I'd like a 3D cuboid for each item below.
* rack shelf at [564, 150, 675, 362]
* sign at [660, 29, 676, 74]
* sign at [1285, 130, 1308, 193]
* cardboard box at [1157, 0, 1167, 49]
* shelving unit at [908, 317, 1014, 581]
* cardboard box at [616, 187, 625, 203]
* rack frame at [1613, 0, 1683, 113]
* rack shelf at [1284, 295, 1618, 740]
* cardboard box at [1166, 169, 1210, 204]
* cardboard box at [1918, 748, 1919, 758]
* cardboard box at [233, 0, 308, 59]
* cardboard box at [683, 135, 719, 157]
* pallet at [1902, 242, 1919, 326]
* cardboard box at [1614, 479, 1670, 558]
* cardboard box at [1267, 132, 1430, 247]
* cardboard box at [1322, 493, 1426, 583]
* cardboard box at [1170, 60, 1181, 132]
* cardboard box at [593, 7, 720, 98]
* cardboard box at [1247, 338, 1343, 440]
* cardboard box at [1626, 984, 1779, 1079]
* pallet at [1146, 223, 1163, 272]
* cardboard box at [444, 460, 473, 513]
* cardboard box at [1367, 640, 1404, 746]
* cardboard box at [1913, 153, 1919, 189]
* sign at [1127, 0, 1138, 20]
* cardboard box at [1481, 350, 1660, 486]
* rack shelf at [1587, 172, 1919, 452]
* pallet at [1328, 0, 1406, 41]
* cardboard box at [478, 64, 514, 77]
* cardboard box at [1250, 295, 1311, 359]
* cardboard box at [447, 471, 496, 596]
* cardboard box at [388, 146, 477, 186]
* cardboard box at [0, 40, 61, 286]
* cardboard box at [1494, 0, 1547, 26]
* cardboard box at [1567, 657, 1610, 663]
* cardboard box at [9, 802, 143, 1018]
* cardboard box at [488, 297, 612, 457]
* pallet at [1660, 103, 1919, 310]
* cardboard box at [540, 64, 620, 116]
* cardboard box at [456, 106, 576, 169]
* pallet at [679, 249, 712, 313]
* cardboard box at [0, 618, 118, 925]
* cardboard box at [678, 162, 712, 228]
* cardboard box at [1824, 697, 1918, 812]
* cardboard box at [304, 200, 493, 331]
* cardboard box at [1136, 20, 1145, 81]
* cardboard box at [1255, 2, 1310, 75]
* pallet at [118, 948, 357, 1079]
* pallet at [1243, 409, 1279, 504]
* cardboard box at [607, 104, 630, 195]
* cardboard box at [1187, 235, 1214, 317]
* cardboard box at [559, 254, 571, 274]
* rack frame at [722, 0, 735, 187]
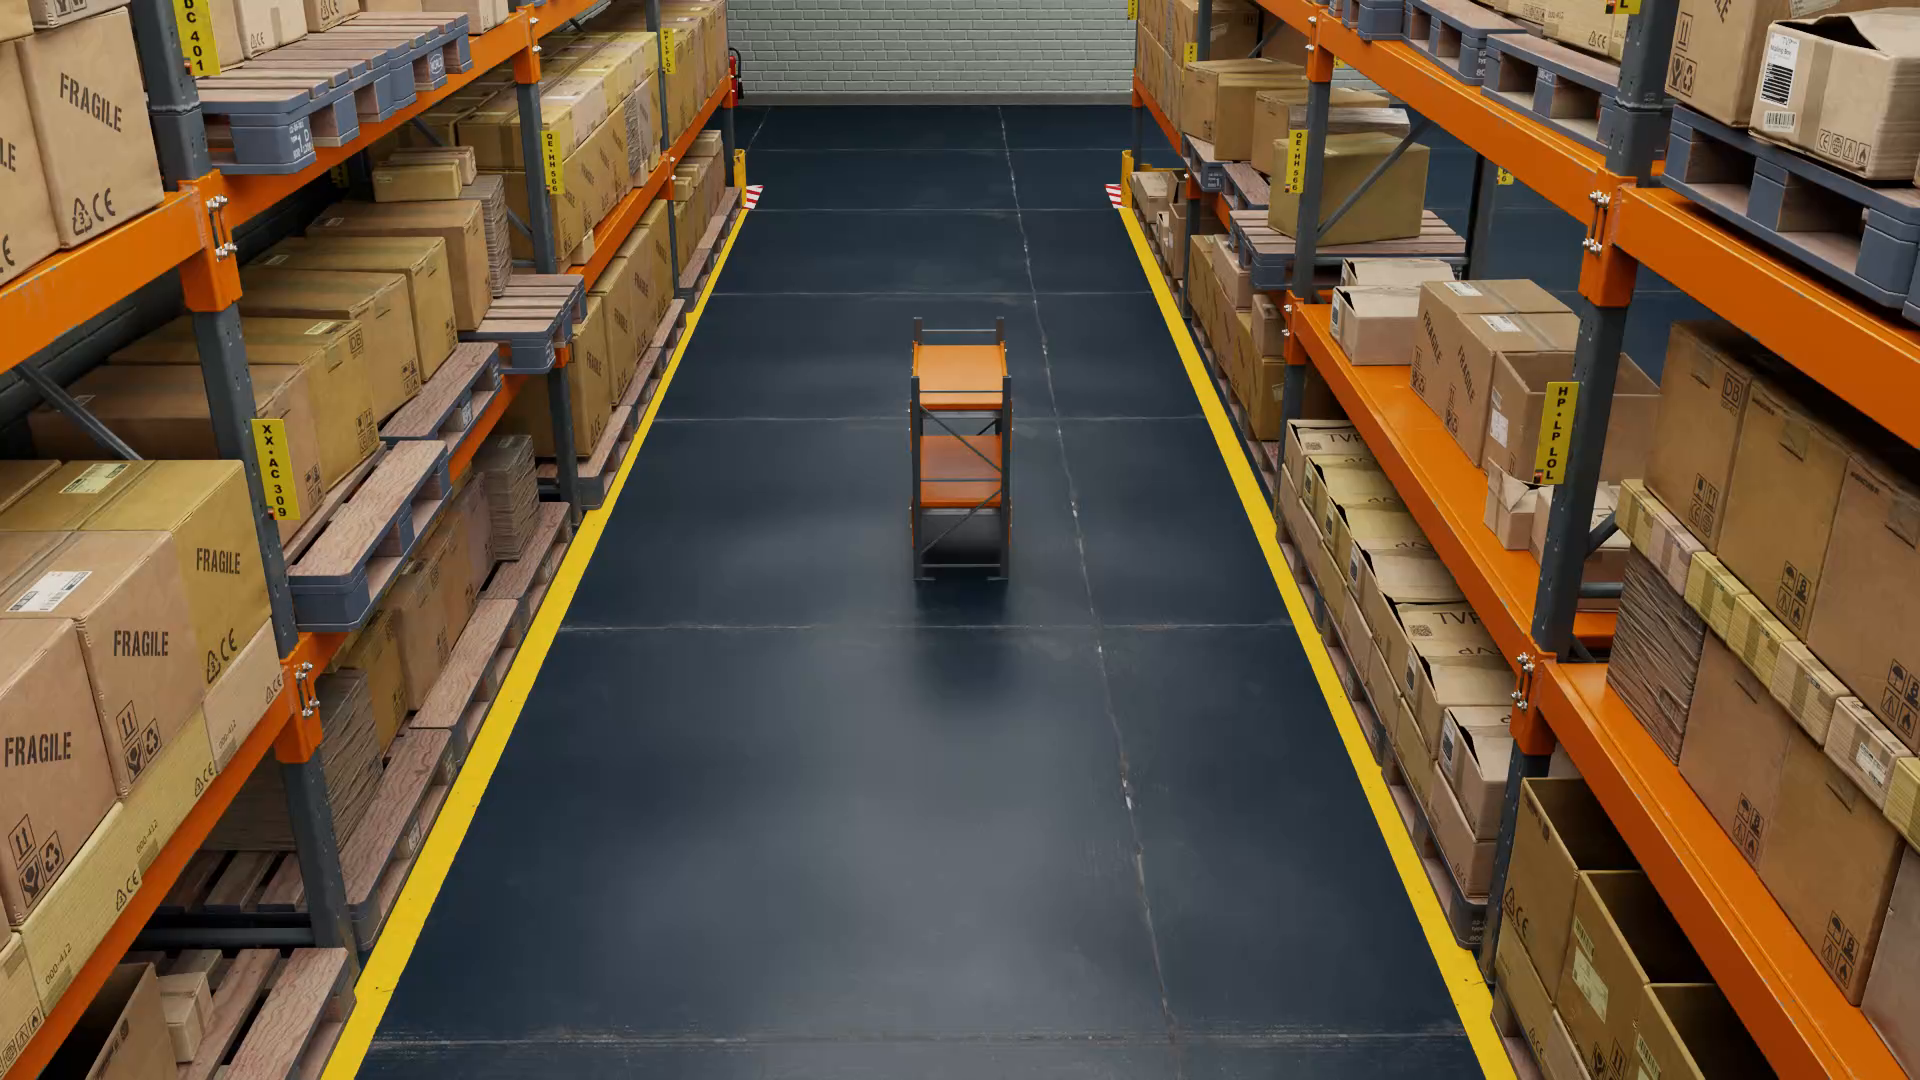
[{"bbox_3d":[-2.679,-1.956,10.807,1.077,0.370,4.000,0,24,-1],"label":"rack shelf"},{"bbox_3d":[-2.158,-3.606,12.273,0.100,0.325,0.005,0,24,-1],"label":"sign"},{"bbox_3d":[1.754,-1.968,8.653,0.100,0.325,0.005,0,24,-1],"label":"sign"},{"bbox_3d":[1.970,-4.466,14.150,0.500,0.500,0.500,0,24,-1],"label":"cardboard box"},{"bbox_3d":[0.000,-0.515,9.024,0.538,1.125,1.048,0,24,-1],"label":"shelving unit"},{"bbox_3d":[-2.444,-2.341,11.066,0.380,0.149,0.250,-1,24,-2],"label":"cardboard box"},{"bbox_3d":[2.340,-2.568,4.009,1.000,3.000,0.127,0,24,-1],"label":"rack frame"},{"bbox_3d":[2.318,-0.331,7.216,1.077,0.370,4.000,0,24,-1],"label":"rack shelf"},{"bbox_3d":[2.227,-2.969,14.669,0.797,0.503,0.637,0,24,-1],"label":"cardboard box"},{"bbox_3d":[2.367,0.332,3.181,0.700,0.500,0.500,0,24,-1],"label":"cardboard box"},{"bbox_3d":[-2.546,-1.808,5.566,0.500,0.311,0.500,1,24,1],"label":"cardboard box"},{"bbox_3d":[-2.450,-3.658,15.436,0.380,0.149,0.250,0,24,1],"label":"cardboard box"},{"bbox_3d":[2.385,-0.309,2.760,1.003,0.211,1.213,0,24,-1],"label":"pallet"},{"bbox_3d":[2.149,-0.064,4.844,0.380,0.149,0.250,0,24,-1],"label":"cardboard box"},{"bbox_3d":[2.177,-1.979,9.355,0.700,0.500,0.500,-9,26,-18],"label":"cardboard box"},{"bbox_3d":[2.026,-0.034,7.831,0.500,0.311,0.500,-1,24,-2],"label":"cardboard box"},{"bbox_3d":[1.983,-3.594,13.436,0.500,0.500,0.500,0,24,1],"label":"cardboard box"},{"bbox_3d":[-2.710,-4.383,14.936,0.980,0.700,0.700,0,24,-1],"label":"cardboard box"},{"bbox_3d":[2.051,-0.929,10.164,0.500,0.500,0.500,1,24,2],"label":"cardboard box"},{"bbox_3d":[2.043,1.489,4.234,0.500,0.500,0.500,0,24,-1],"label":"cardboard box"},{"bbox_3d":[2.230,-2.648,14.849,1.003,0.211,1.213,0,24,-1],"label":"pallet"},{"bbox_3d":[-2.654,-0.331,7.931,0.500,0.250,0.500,0,24,0],"label":"cardboard box"},{"bbox_3d":[2.036,0.638,7.027,0.500,0.250,0.500,0,24,1],"label":"cardboard box"},{"bbox_3d":[2.232,-0.825,2.989,0.797,0.503,0.637,2,24,5],"label":"cardboard box"},{"bbox_3d":[1.666,-5.172,15.994,0.100,0.325,0.005,0,24,-1],"label":"sign"},{"bbox_3d":[2.342,-0.414,6.404,0.500,0.500,0.500,1,24,3],"label":"cardboard box"},{"bbox_3d":[2.362,-0.050,2.953,1.077,0.370,4.000,0,24,-1],"label":"rack shelf"},{"bbox_3d":[2.393,-2.485,7.693,1.213,0.211,1.003,1,24,2],"label":"pallet"},{"bbox_3d":[-2.932,-2.812,10.410,0.500,0.250,0.500,-1,24,-2],"label":"cardboard box"},{"bbox_3d":[2.046,-1.294,10.060,0.500,0.250,0.500,1,24,1],"label":"cardboard box"},{"bbox_3d":[-2.708,-0.012,8.135,0.700,0.500,0.500,0,24,-1],"label":"cardboard box"},{"bbox_3d":[-2.623,-1.859,8.278,0.380,0.149,0.250,-3,25,-7],"label":"cardboard box"},{"bbox_3d":[-2.368,-0.817,3.631,0.500,0.500,0.500,-2,24,-5],"label":"cardboard box"},{"bbox_3d":[2.380,-2.113,6.314,0.500,0.250,0.500,-2,24,-5],"label":"cardboard box"},{"bbox_3d":[2.584,0.593,6.445,0.500,0.311,0.500,-1,24,-1],"label":"cardboard box"},{"bbox_3d":[-2.287,0.854,3.879,0.500,0.250,0.500,0,24,-1],"label":"cardboard box"},{"bbox_3d":[-2.534,-0.975,9.865,0.750,0.750,0.750,-1,24,-1],"label":"cardboard box"},{"bbox_3d":[2.375,-0.810,3.868,1.003,0.211,1.213,0,24,-1],"label":"pallet"},{"bbox_3d":[-2.432,-2.817,10.423,0.500,0.250,0.500,-1,24,-2],"label":"cardboard box"},{"bbox_3d":[-2.405,-2.191,9.039,0.500,0.250,0.500,0,24,1],"label":"cardboard box"},{"bbox_3d":[-2.631,-2.151,13.749,1.003,0.211,1.213,0,24,-1],"label":"pallet"},{"bbox_3d":[-2.293,0.513,3.723,0.500,0.500,0.500,-1,24,-2],"label":"cardboard box"},{"bbox_3d":[-2.625,-3.107,15.003,0.700,0.500,0.500,-1,24,-2],"label":"cardboard box"},{"bbox_3d":[2.167,0.467,3.670,0.380,0.149,0.250,-1,24,-2],"label":"cardboard box"},{"bbox_3d":[-2.609,-1.282,7.789,0.700,0.500,0.500,-3,24,-6],"label":"cardboard box"},{"bbox_3d":[1.950,-4.641,15.751,0.500,0.500,0.500,0,24,1],"label":"cardboard box"},{"bbox_3d":[2.529,-3.828,12.739,0.500,0.500,0.500,0,24,1],"label":"cardboard box"},{"bbox_3d":[-2.571,1.736,5.156,1.003,0.211,1.213,0,24,-1],"label":"pallet"},{"bbox_3d":[2.326,-0.520,10.145,1.003,0.211,1.213,0,24,-1],"label":"pallet"},{"bbox_3d":[-2.421,-2.486,10.600,0.500,0.500,0.500,0,24,1],"label":"cardboard box"},{"bbox_3d":[2.014,-1.993,12.515,0.500,0.500,0.500,-1,24,-3],"label":"cardboard box"},{"bbox_3d":[-2.423,-1.595,9.416,0.380,0.149,0.250,0,24,0],"label":"cardboard box"},{"bbox_3d":[-2.744,-4.756,16.126,1.000,3.000,0.127,0,24,-1],"label":"rack frame"}]
